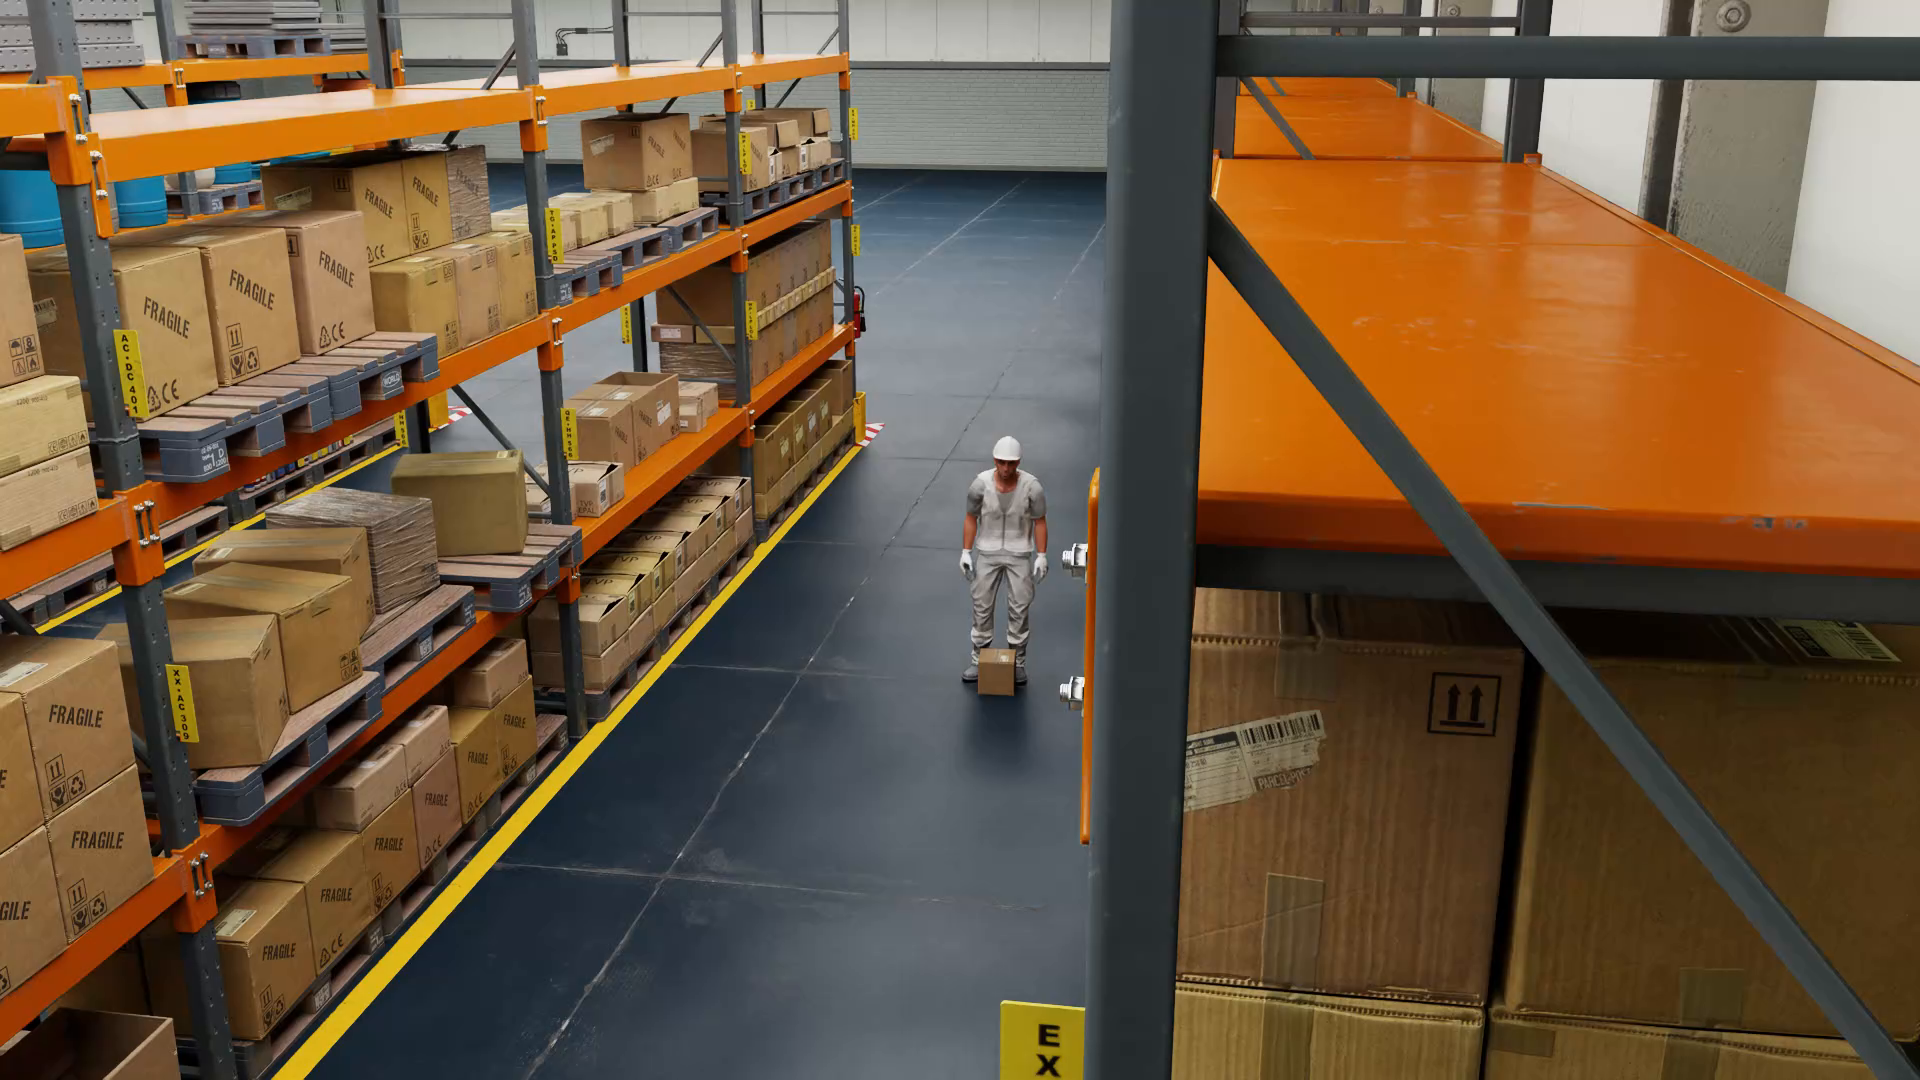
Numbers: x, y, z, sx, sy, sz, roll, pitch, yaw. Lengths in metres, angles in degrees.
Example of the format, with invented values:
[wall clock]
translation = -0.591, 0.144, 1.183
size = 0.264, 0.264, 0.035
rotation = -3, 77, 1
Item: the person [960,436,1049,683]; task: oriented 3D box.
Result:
[person]
translation = 0.310, 0.129, 11.620
size = 0.623, 1.780, 0.448
rotation = 2, 18, 7
